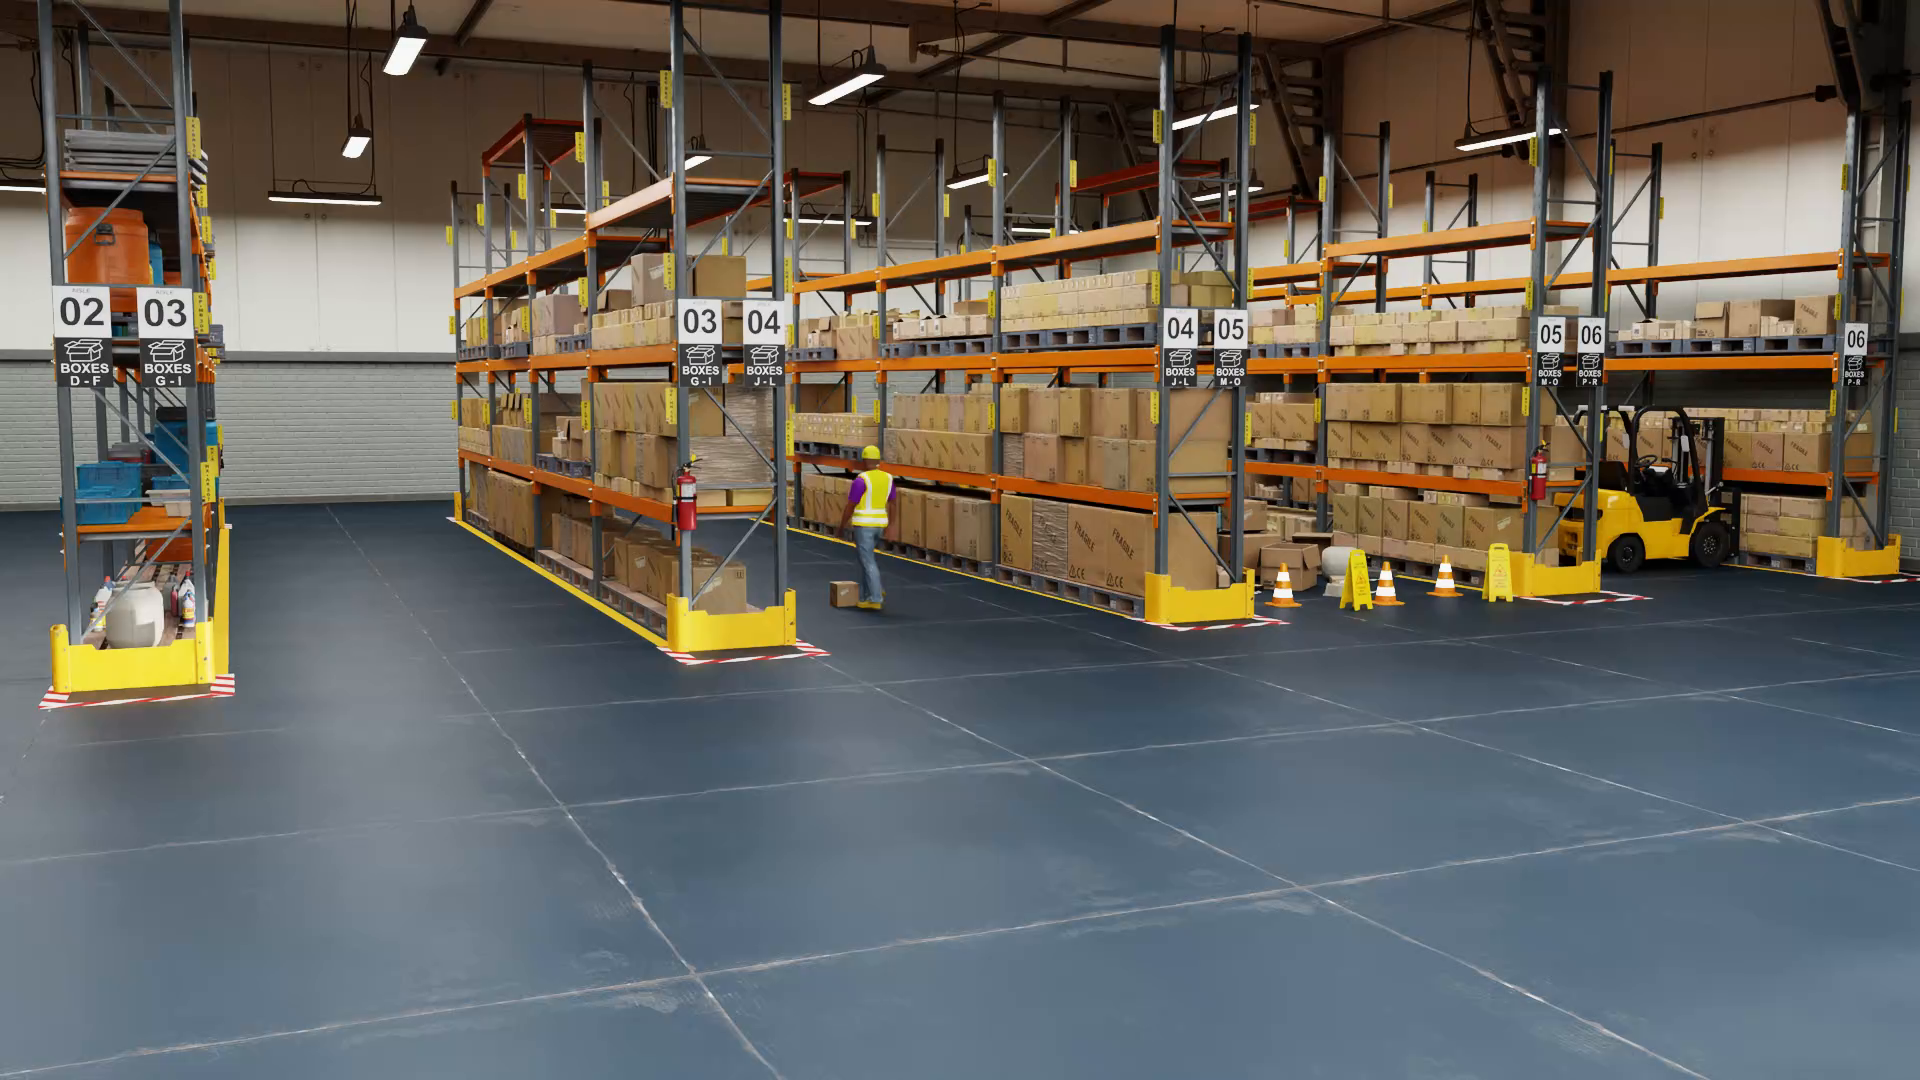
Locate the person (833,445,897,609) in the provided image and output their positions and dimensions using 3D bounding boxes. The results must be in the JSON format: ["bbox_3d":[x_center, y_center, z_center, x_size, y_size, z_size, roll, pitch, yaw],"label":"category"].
[{"bbox_3d":[-1.032,-0.101,17.958,0.555,1.844,0.586,4,7,38],"label":"person"}]
